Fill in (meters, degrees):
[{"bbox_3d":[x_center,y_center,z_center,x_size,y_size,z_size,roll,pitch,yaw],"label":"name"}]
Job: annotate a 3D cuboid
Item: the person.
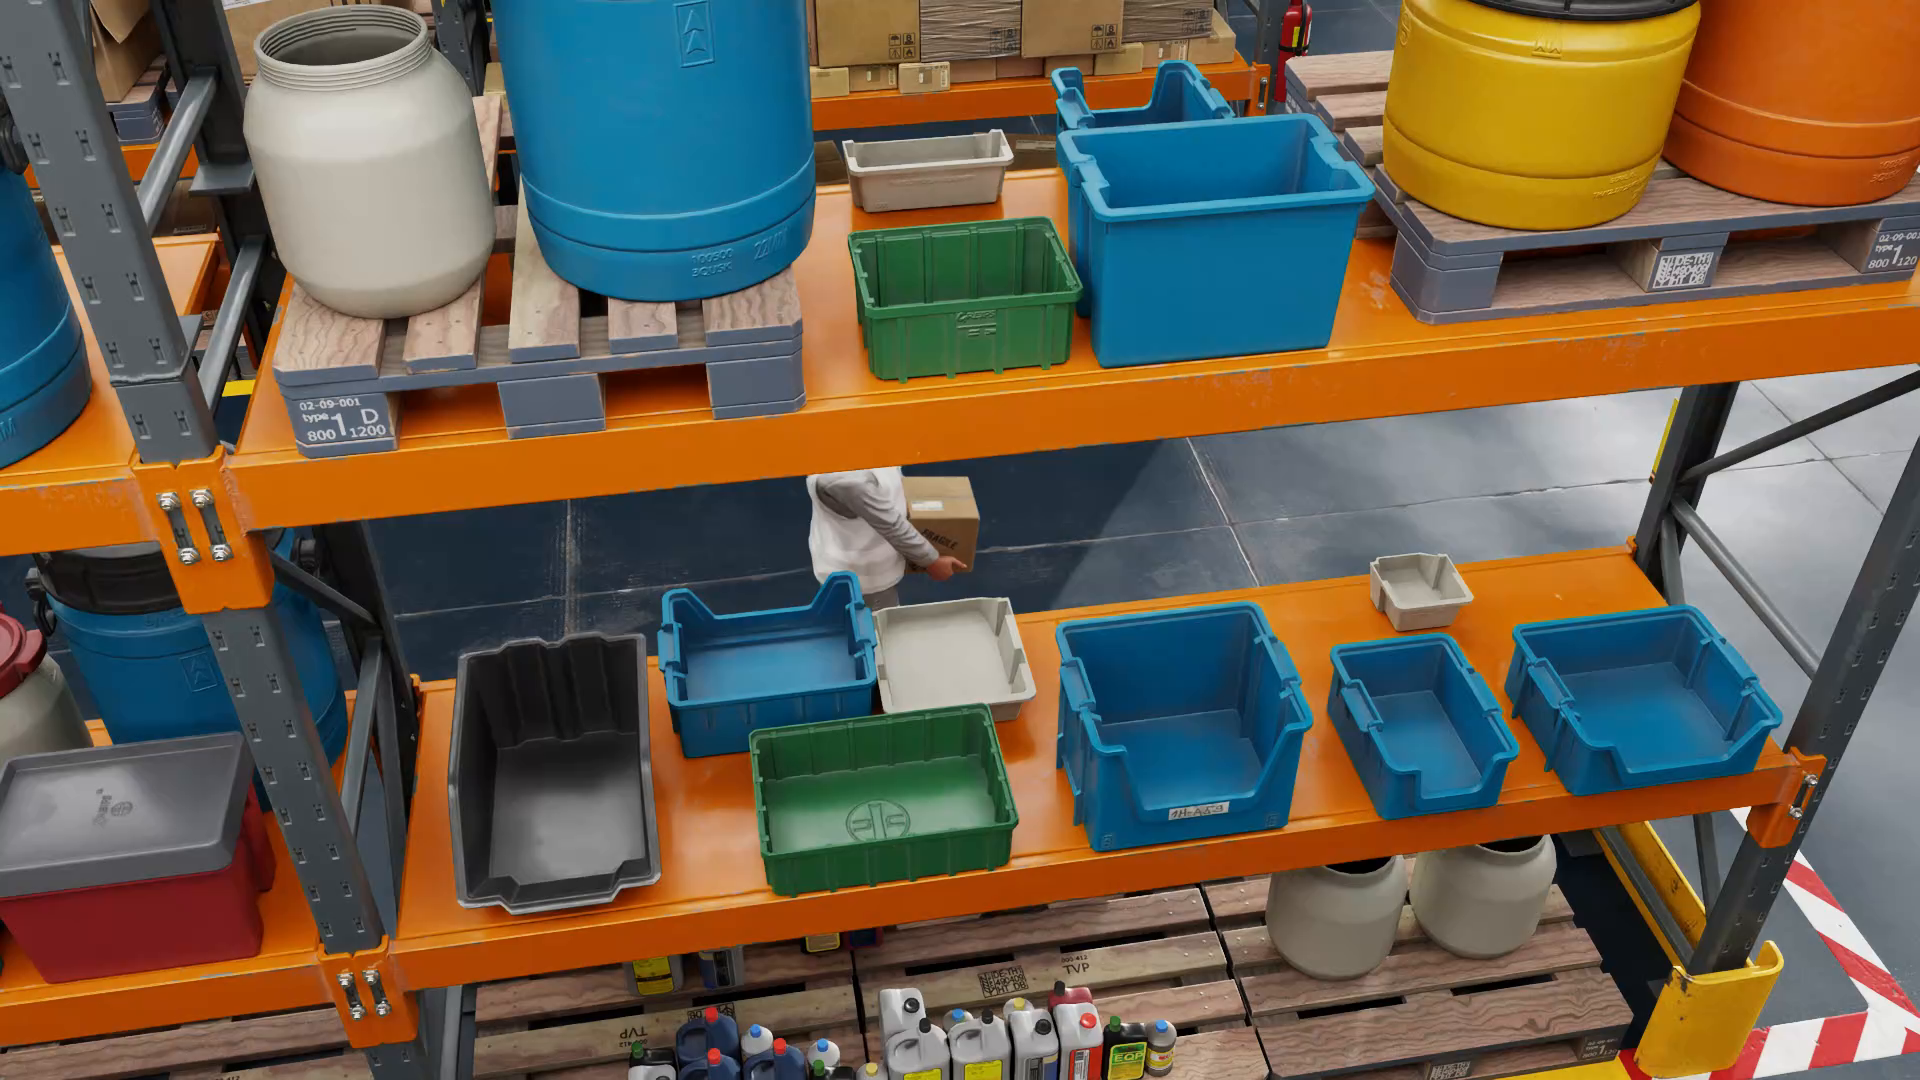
[{"bbox_3d":[-0.271,0.057,6.066,0.545,1.767,0.494,-6,39,-7],"label":"person"}]
